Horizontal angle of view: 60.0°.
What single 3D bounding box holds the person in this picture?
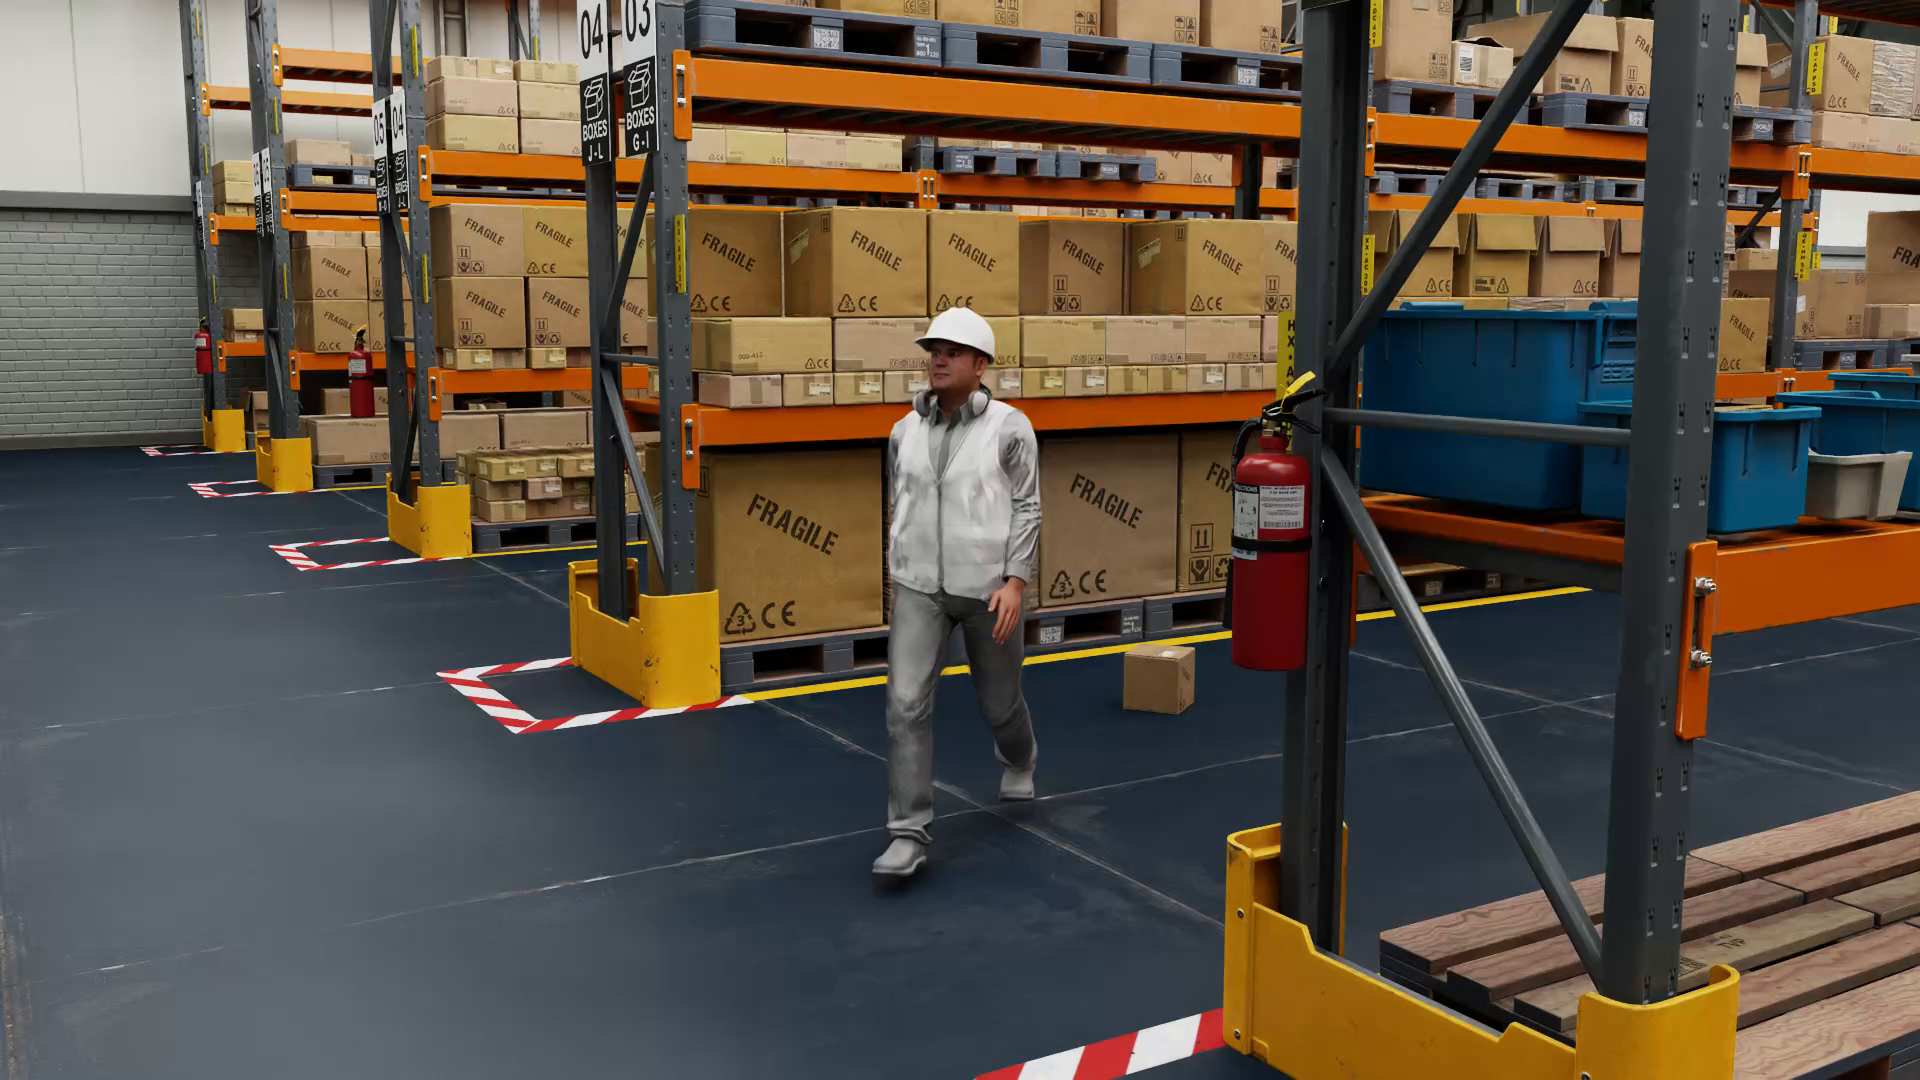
[{"bbox_3d":[0.004,0.133,5.294,0.537,1.730,1.020,2,8,16],"label":"person"}]
